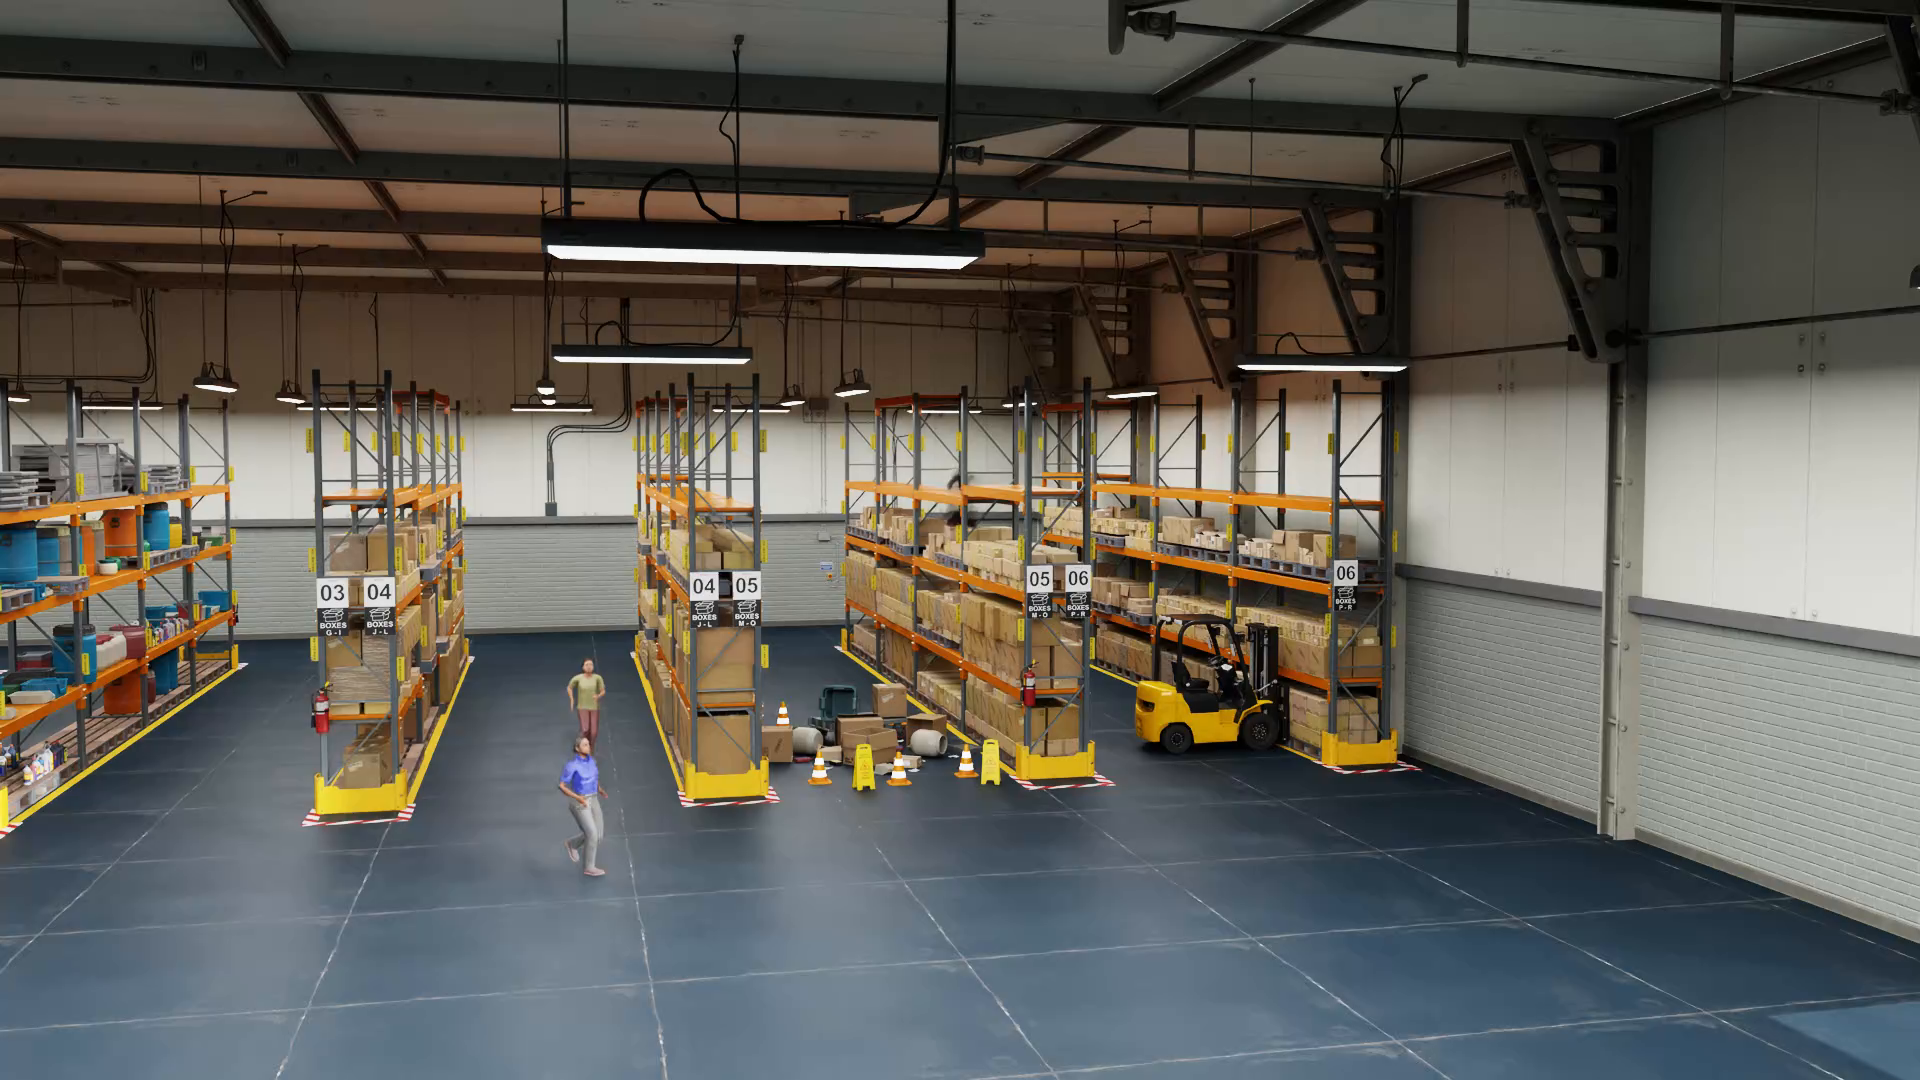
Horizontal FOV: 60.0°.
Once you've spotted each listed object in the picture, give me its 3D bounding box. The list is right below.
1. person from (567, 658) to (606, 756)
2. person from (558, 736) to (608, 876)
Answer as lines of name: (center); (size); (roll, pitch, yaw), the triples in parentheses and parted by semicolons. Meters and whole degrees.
person: (-5.826, 2.663, 26.057); (0.560, 1.635, 0.613); (-1, 4, -23)
person: (-4.409, 3.079, 19.348); (0.644, 1.605, 0.578); (2, 4, 28)
